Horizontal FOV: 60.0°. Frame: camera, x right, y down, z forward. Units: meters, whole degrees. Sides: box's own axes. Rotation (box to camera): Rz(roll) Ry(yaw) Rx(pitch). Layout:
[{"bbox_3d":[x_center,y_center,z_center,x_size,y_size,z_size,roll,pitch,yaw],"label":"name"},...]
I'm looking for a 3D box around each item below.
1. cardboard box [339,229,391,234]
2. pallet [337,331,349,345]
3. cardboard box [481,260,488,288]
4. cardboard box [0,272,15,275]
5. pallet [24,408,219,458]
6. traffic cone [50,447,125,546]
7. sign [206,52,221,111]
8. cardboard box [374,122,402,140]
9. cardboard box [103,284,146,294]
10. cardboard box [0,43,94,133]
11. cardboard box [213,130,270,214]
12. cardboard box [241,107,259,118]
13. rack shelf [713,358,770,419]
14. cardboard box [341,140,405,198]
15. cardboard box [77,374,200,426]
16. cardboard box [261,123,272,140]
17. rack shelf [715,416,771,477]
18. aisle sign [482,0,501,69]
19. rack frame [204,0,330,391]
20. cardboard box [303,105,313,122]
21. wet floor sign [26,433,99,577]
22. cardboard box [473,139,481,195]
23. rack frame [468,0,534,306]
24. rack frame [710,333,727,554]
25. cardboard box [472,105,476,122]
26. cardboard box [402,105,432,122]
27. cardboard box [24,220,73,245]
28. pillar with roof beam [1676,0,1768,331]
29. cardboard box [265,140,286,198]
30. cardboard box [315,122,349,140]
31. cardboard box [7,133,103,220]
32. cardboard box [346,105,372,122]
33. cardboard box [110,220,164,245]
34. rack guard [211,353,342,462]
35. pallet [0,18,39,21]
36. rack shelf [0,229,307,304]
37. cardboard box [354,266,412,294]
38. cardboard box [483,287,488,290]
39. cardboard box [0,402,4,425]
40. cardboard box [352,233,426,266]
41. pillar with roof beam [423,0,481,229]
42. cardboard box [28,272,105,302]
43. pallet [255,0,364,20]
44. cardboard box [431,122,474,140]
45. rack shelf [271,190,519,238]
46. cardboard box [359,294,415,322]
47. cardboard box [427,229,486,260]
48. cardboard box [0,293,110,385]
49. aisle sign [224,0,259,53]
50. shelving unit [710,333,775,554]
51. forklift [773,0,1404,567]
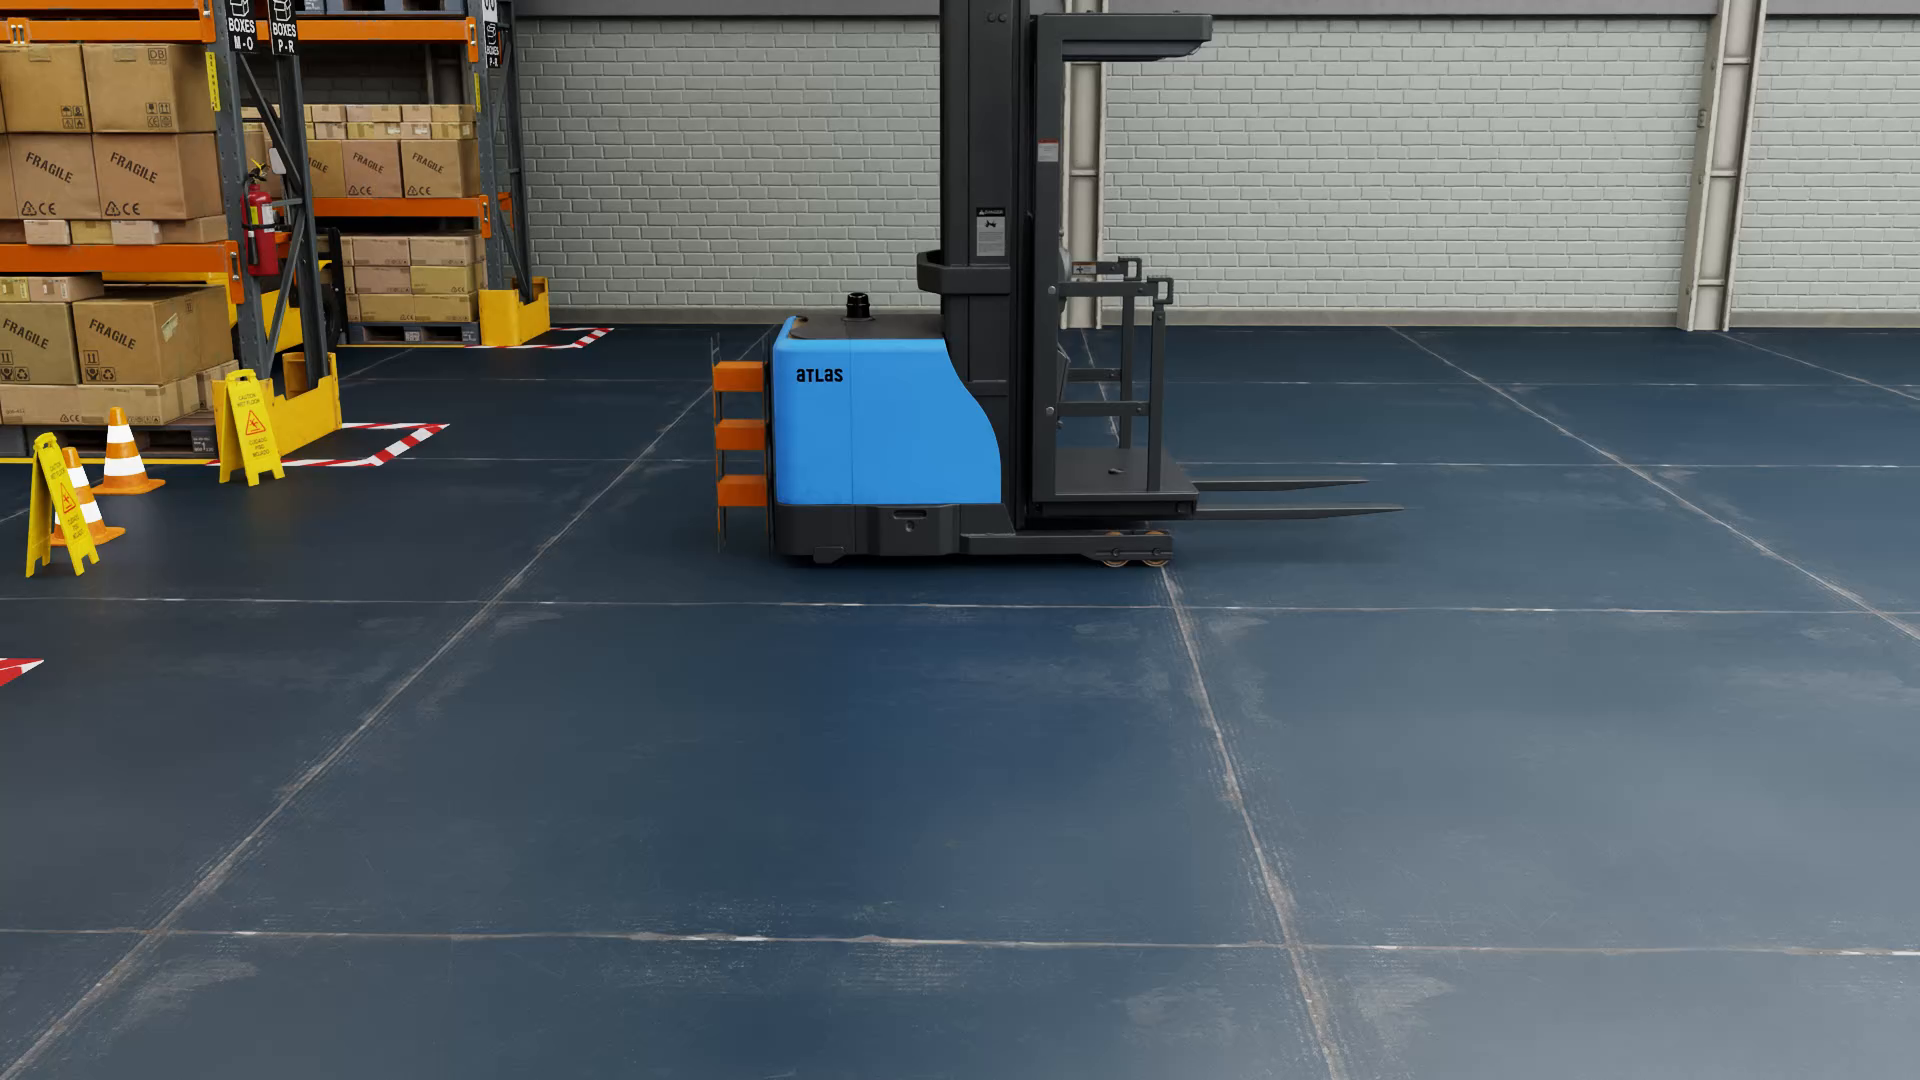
[{"bbox_3d":[-5.625,-2.755,15.508,0.500,0.250,0.500,0,15,1],"label":"cardboard box"},{"bbox_3d":[-6.132,-1.993,15.479,1.213,0.211,1.003,0,15,1],"label":"pallet"},{"bbox_3d":[-4.615,-2.509,15.558,0.500,0.250,0.500,1,15,2],"label":"cardboard box"},{"bbox_3d":[-5.964,-1.550,10.162,0.250,0.149,0.380,1,15,4],"label":"cardboard box"},{"bbox_3d":[-5.160,-0.739,10.726,1.213,0.211,1.003,0,15,1],"label":"pallet"},{"bbox_3d":[-4.424,-0.234,8.320,0.334,0.463,0.336,0,15,1],"label":"traffic cone"},{"bbox_3d":[-4.307,-2.643,9.590,0.005,0.325,0.100,0,15,1],"label":"sign"},{"bbox_3d":[-5.018,-3.642,14.797,0.250,0.149,0.380,1,15,2],"label":"cardboard box"},{"bbox_3d":[-5.619,-1.386,10.811,0.500,0.500,0.500,0,15,-1],"label":"cardboard box"},{"bbox_3d":[-5.295,-2.701,9.957,0.500,0.500,0.700,1,15,2],"label":"cardboard box"},{"bbox_3d":[-4.740,-2.338,10.543,0.500,0.500,0.500,0,15,1],"label":"cardboard box"},{"bbox_3d":[-6.298,-3.807,14.838,0.250,0.149,0.380,0,15,2],"label":"cardboard box"},{"bbox_3d":[-1.046,-0.730,7.978,0.240,0.259,0.215,0,15,2],"label":"rack shelf"},{"bbox_3d":[-5.167,-3.328,14.879,0.500,0.500,0.500,1,15,3],"label":"cardboard box"},{"bbox_3d":[-5.112,-0.882,10.372,0.500,0.250,0.500,0,15,1],"label":"cardboard box"},{"bbox_3d":[-6.034,-3.658,14.855,0.250,0.149,0.380,0,15,1],"label":"cardboard box"},{"bbox_3d":[-1.046,-0.456,8.051,0.240,0.259,0.215,0,15,2],"label":"rack shelf"},{"bbox_3d":[-4.092,-4.520,14.495,0.004,0.787,0.394,0,15,1],"label":"aisle sign"},{"bbox_3d":[-4.273,-2.072,10.314,0.127,3.000,1.000,0,15,1],"label":"rack frame"},{"bbox_3d":[-5.792,-3.775,14.718,0.250,0.149,0.380,1,15,3],"label":"cardboard box"},{"bbox_3d":[-4.219,-0.175,7.740,0.232,0.644,0.267,-2,15,-8],"label":"wet floor sign"},{"bbox_3d":[-4.638,-3.460,15.380,0.500,0.500,0.500,1,15,3],"label":"cardboard box"},{"bbox_3d":[-4.150,-3.338,15.112,0.127,3.000,1.000,0,15,1],"label":"rack frame"},{"bbox_3d":[-1.168,-0.467,8.051,0.008,1.050,0.200,0,15,2],"label":"rack frame"},{"bbox_3d":[-4.480,-3.900,15.193,0.250,0.149,0.380,0,15,0],"label":"cardboard box"},{"bbox_3d":[-4.761,-3.786,14.760,0.250,0.149,0.380,0,15,2],"label":"cardboard box"},{"bbox_3d":[-5.422,-1.873,10.052,0.250,0.149,0.380,1,15,2],"label":"cardboard box"},{"bbox_3d":[7.063,-5.297,10.777,0.400,9.000,9.100,0,15,1],"label":"pillar with roof beam"},{"bbox_3d":[-6.182,-3.332,14.893,0.500,0.500,0.500,0,15,2],"label":"cardboard box"},{"bbox_3d":[-5.534,-3.636,14.775,0.250,0.149,0.380,0,15,0],"label":"cardboard box"},{"bbox_3d":[-5.323,-2.202,10.027,0.500,0.500,0.500,0,15,2],"label":"cardboard box"},{"bbox_3d":[-5.270,-3.801,14.818,0.250,0.149,0.380,0,15,2],"label":"cardboard box"},{"bbox_3d":[-4.909,-1.872,10.047,0.250,0.149,0.380,0,15,1],"label":"cardboard box"},{"bbox_3d":[-4.349,-0.864,10.635,0.348,0.500,1.175,0,15,1],"label":"rack guard"},{"bbox_3d":[-9.031,-4.724,14.862,1.217,0.209,0.805,0,15,-1],"label":"pallet"},{"bbox_3d":[-6.273,-1.737,10.455,4.000,0.370,1.077,0,15,1],"label":"rack shelf"},{"bbox_3d":[-5.146,-2.383,15.078,0.500,0.250,0.500,0,15,1],"label":"cardboard box"},{"bbox_3d":[-4.636,-2.265,15.610,0.500,0.250,0.500,0,15,2],"label":"cardboard box"},{"bbox_3d":[-6.129,-0.890,10.399,0.500,0.250,0.500,0,15,-1],"label":"cardboard box"},{"bbox_3d":[-5.129,-2.620,14.998,0.500,0.250,0.500,1,15,2],"label":"cardboard box"},{"bbox_3d":[-4.933,-5.375,11.074,0.400,9.000,9.100,0,15,1],"label":"pillar with roof beam"},{"bbox_3d":[-5.449,-1.546,10.145,0.250,0.149,0.380,1,15,3],"label":"cardboard box"},{"bbox_3d":[-6.079,-4.764,14.810,1.213,0.211,1.003,0,15,1],"label":"pallet"},{"bbox_3d":[-4.504,-3.631,14.754,0.250,0.149,0.380,1,15,2],"label":"cardboard box"},{"bbox_3d":[-6.149,-3.003,15.253,4.000,0.370,1.077,0,15,1],"label":"rack shelf"},{"bbox_3d":[-5.125,-2.140,15.137,0.500,0.250,0.500,0,15,1],"label":"cardboard box"},{"bbox_3d":[-4.626,-2.746,15.476,0.500,0.250,0.500,0,15,1],"label":"cardboard box"},{"bbox_3d":[-5.603,-1.250,10.293,0.500,0.500,0.500,1,15,4],"label":"cardboard box"},{"bbox_3d":[-4.219,-3.255,9.700,0.004,0.787,0.394,0,15,1],"label":"aisle sign"},{"bbox_3d":[-1.046,-0.466,8.048,0.252,1.050,0.215,0,15,2],"label":"shelving unit"},{"bbox_3d":[0.624,-1.423,7.990,3.031,2.935,1.130,-1,15,-2],"label":"forklift"}]
